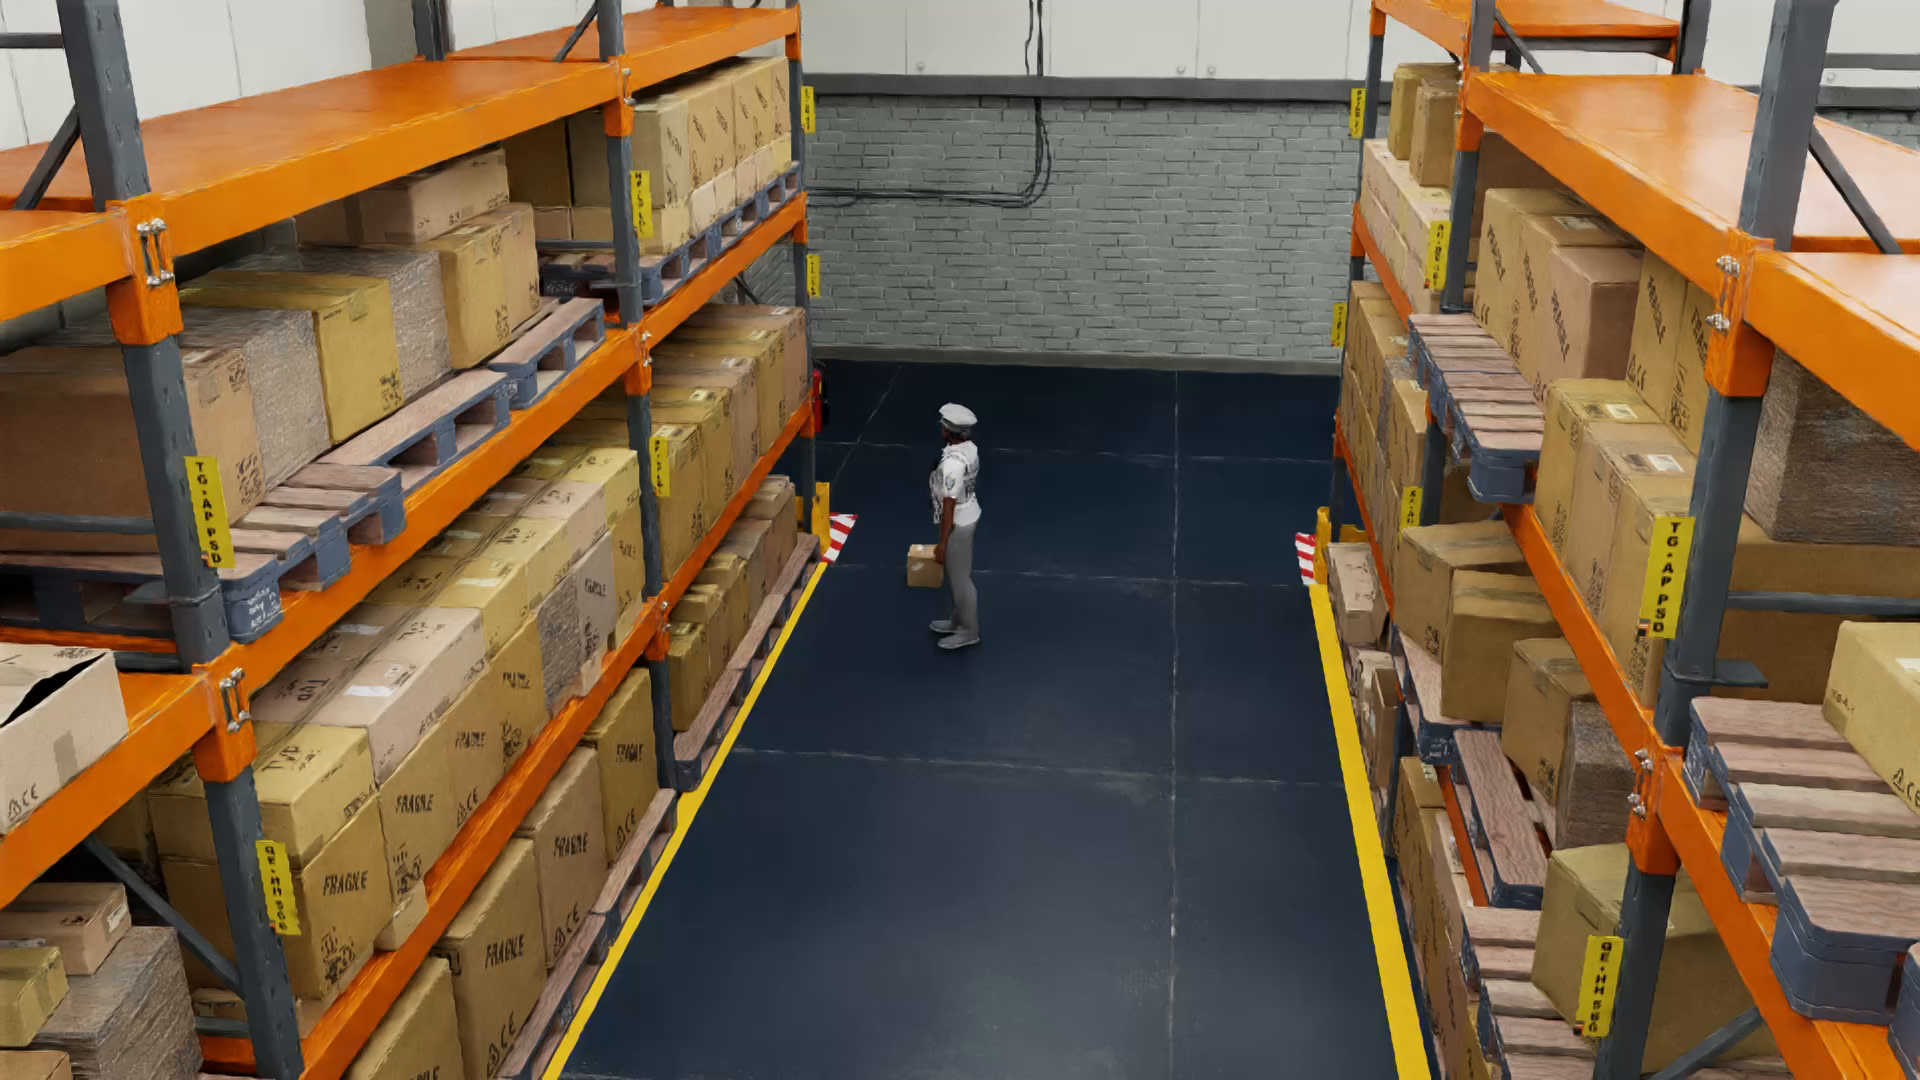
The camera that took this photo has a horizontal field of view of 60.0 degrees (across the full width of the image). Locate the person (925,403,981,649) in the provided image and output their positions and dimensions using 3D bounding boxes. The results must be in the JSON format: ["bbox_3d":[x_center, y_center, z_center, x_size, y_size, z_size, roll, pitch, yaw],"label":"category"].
[{"bbox_3d":[-0.052,-0.087,11.223,0.388,1.685,0.584,4,22,11],"label":"person"}]
